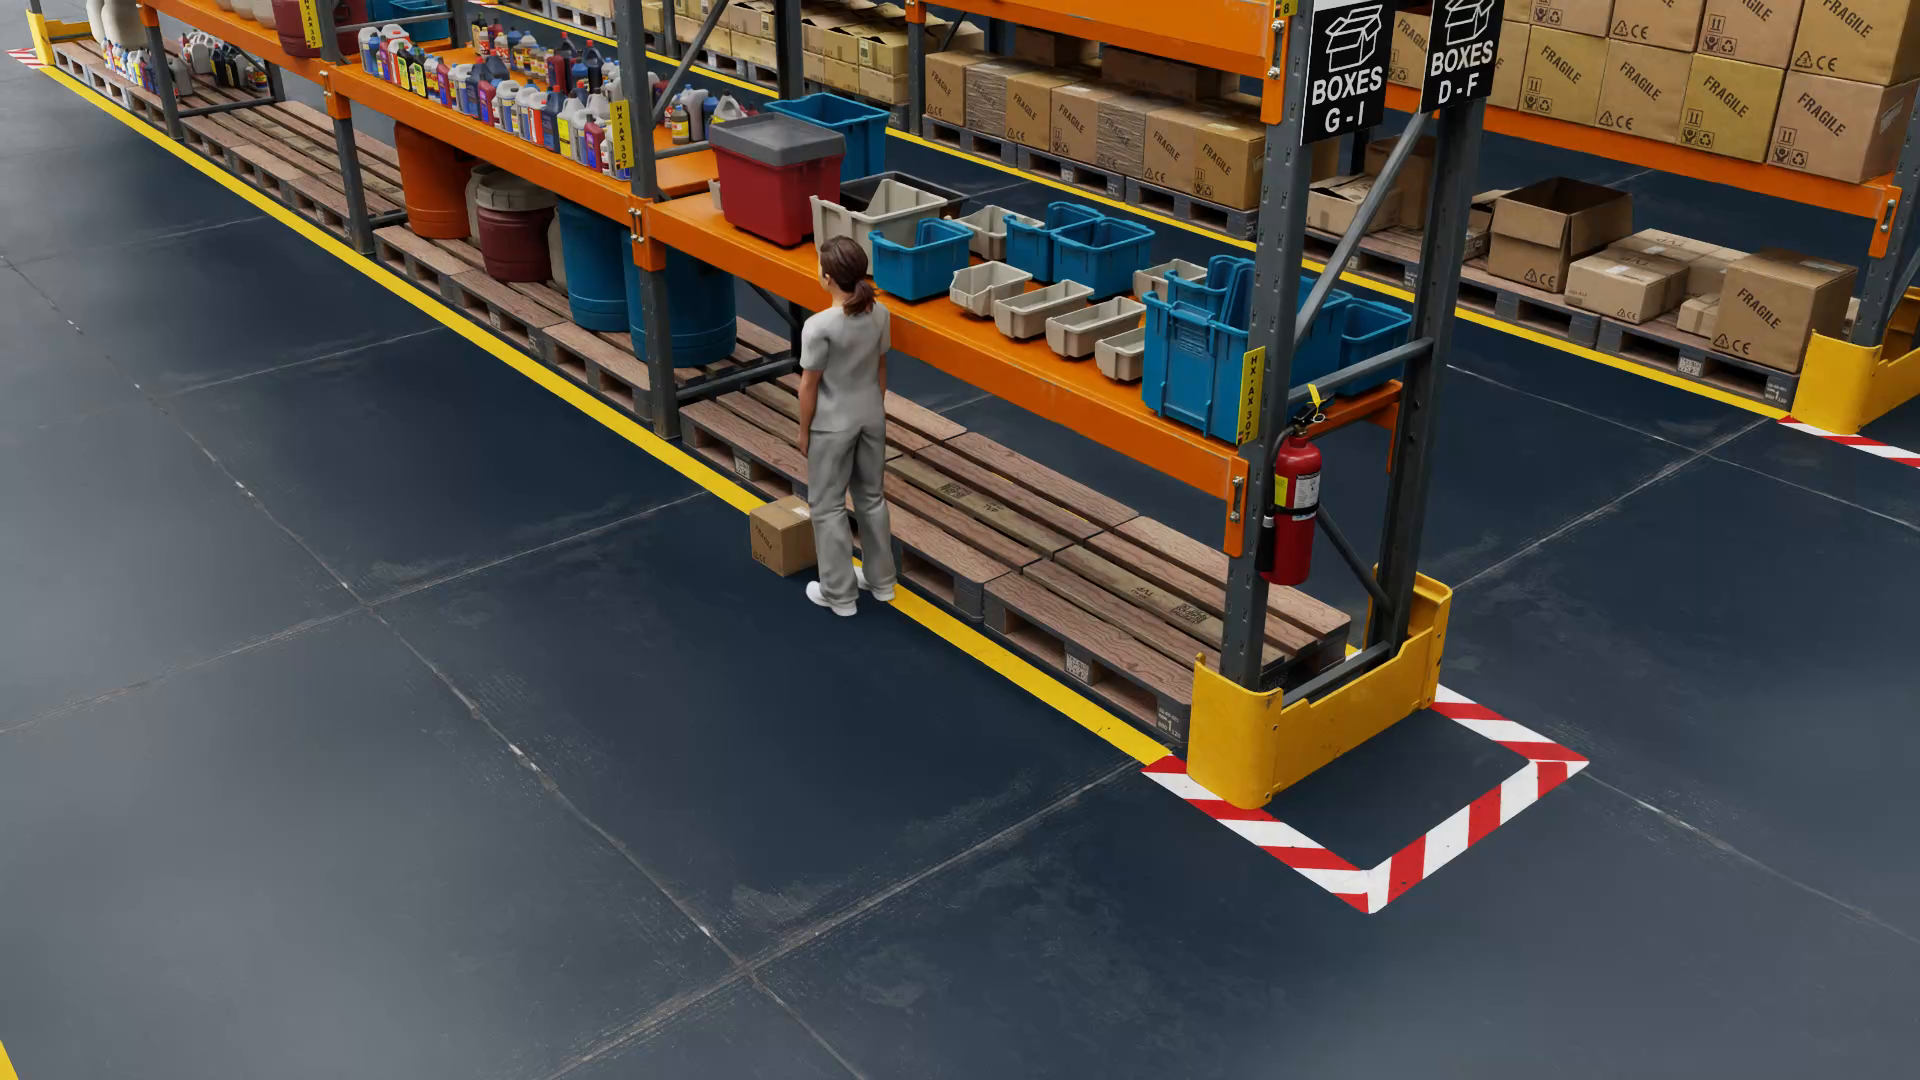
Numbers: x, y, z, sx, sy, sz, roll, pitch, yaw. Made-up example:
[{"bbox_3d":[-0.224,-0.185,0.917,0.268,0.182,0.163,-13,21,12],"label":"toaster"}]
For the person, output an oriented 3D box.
[{"bbox_3d":[-0.483,-0.470,7.004,0.436,1.670,0.351,-21,35,-34],"label":"person"}]
